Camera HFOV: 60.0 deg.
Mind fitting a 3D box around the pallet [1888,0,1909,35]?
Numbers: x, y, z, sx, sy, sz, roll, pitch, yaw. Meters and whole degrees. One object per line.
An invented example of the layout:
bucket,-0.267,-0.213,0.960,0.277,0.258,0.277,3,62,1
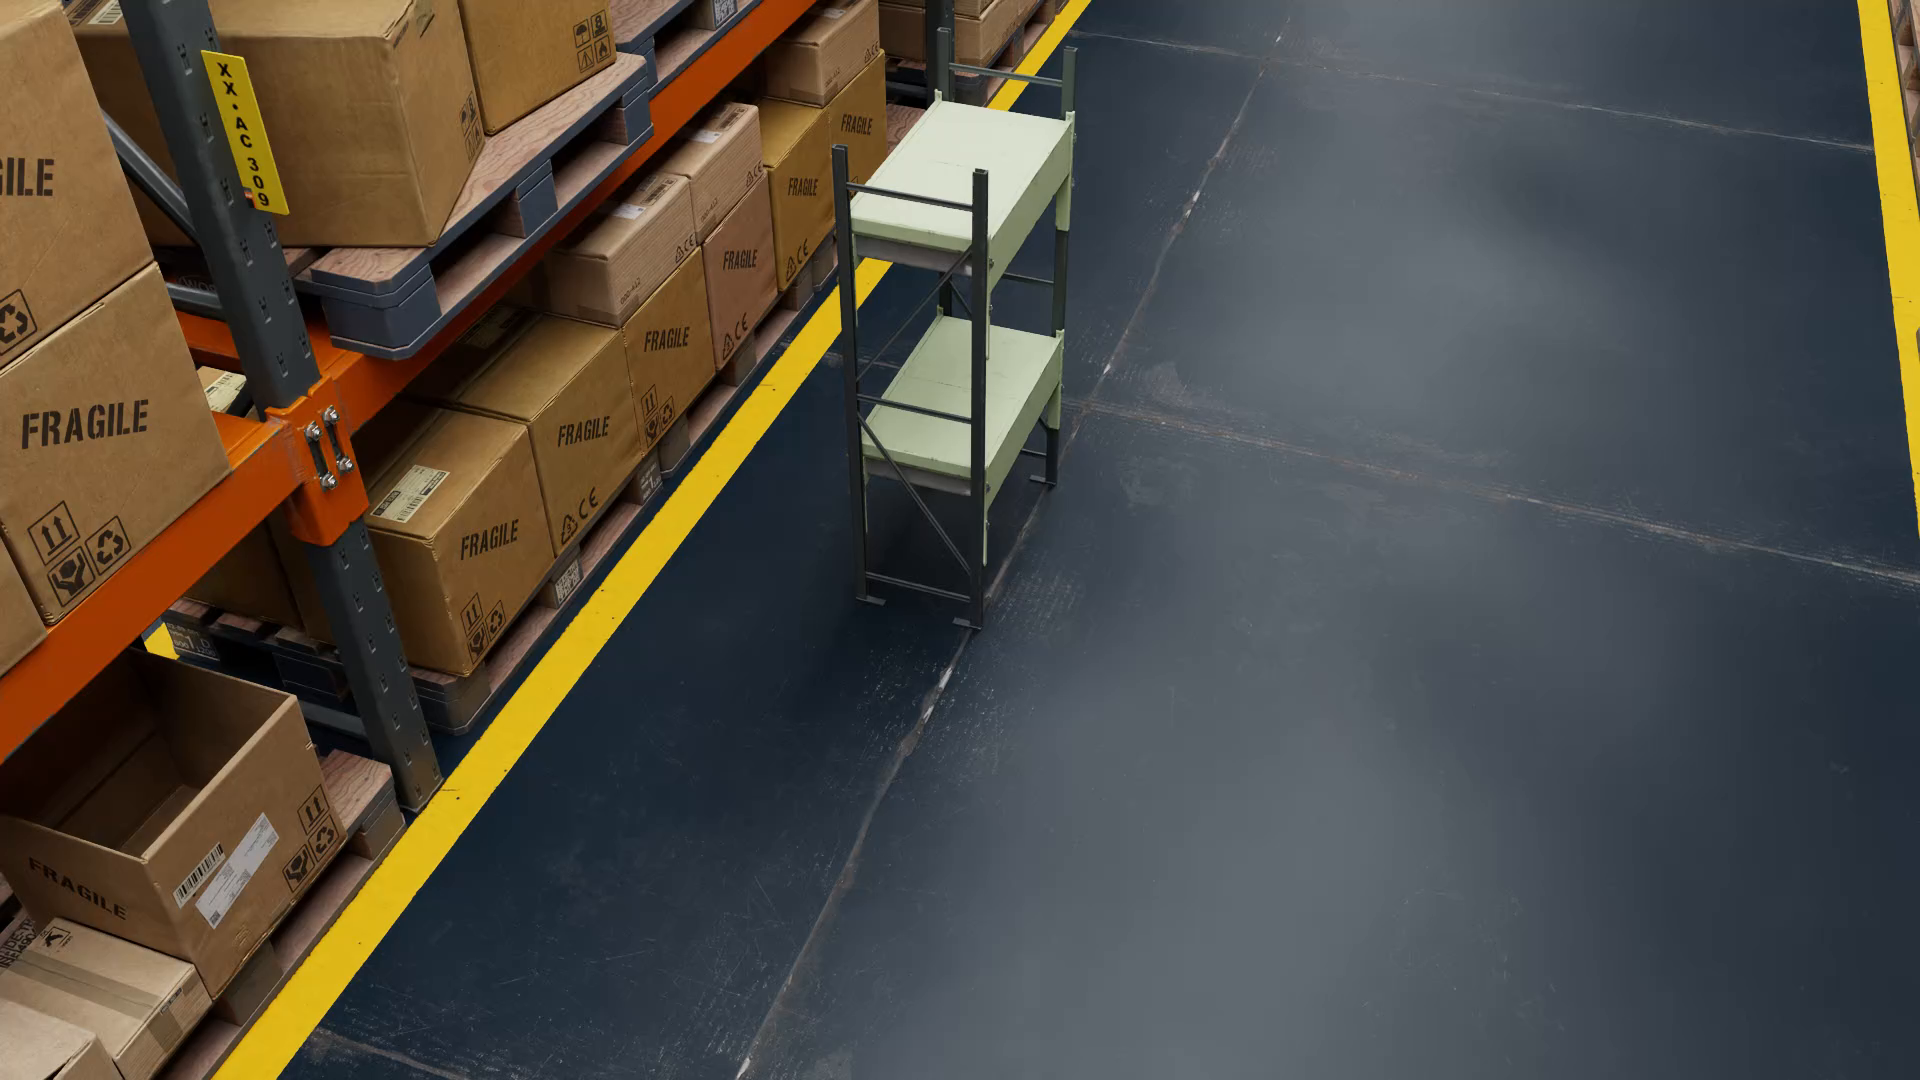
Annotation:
pallet,5.247,-2.807,8.378,1.003,0.211,1.213,13,42,15

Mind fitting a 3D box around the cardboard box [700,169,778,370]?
cardboard box,-0.962,-0.958,5.648,0.500,0.500,0.500,12,42,13

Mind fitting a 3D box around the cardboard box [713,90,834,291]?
cardboard box,-0.788,-1.279,6.025,0.500,0.500,0.500,12,42,14

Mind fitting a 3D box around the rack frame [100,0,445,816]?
rack frame,-1.880,-0.561,3.596,1.000,3.000,0.127,13,42,15

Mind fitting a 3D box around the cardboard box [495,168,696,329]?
cardboard box,-1.143,-0.914,5.019,0.500,0.250,0.500,13,42,15

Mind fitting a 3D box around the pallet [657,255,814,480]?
pallet,-1.222,-0.751,5.968,1.003,0.211,1.213,13,42,15

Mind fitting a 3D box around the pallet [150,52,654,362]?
pallet,-1.504,-0.951,4.202,1.003,0.211,1.213,13,42,15

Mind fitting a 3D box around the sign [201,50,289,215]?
sign,-1.367,-0.775,3.180,0.100,0.325,0.005,13,42,15

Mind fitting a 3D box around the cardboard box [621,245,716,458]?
cardboard box,-1.135,-0.649,5.287,0.500,0.500,0.500,14,42,16

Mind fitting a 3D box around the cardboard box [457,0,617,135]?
cardboard box,-1.332,-1.432,4.216,0.700,0.500,0.500,20,44,22

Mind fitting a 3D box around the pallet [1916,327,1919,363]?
pallet,3.804,-0.379,5.531,1.003,0.211,1.213,13,42,15

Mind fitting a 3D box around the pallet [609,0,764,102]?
pallet,-1.173,-1.741,5.127,1.003,0.211,1.213,13,42,15

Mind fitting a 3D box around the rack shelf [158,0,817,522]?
rack shelf,-1.196,-1.507,5.260,1.077,0.370,4.000,13,42,15

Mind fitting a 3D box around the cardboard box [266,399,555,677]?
cardboard box,-1.485,-0.018,4.547,0.500,0.500,0.500,11,42,13

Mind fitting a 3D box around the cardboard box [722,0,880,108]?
cardboard box,-0.626,-1.845,6.110,0.500,0.250,0.500,15,43,17

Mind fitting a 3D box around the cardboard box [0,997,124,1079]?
cardboard box,-2.064,1.162,3.309,0.500,0.311,0.500,13,42,15

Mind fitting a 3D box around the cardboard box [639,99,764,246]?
cardboard box,-0.972,-1.220,5.378,0.500,0.250,0.500,13,42,14

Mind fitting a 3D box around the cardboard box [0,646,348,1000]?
cardboard box,-1.808,0.633,3.784,0.500,0.500,0.500,13,42,15

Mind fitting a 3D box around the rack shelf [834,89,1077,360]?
rack shelf,0.002,-0.872,4.515,0.431,0.370,0.720,13,42,15

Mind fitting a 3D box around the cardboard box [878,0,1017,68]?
cardboard box,-0.057,-2.369,7.510,0.500,0.250,0.500,13,42,15

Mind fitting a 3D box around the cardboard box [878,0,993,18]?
cardboard box,-0.057,-2.582,7.328,0.500,0.311,0.500,15,43,17

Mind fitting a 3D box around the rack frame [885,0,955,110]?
rack frame,-0.512,-3.001,6.456,1.000,3.000,0.127,13,42,15

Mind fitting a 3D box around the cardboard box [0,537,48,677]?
cardboard box,-1.985,0.078,2.771,0.500,0.500,0.500,14,43,16

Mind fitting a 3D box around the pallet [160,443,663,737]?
pallet,-1.637,-0.005,5.093,1.003,0.211,1.213,13,42,15

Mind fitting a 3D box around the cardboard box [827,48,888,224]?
cardboard box,-0.611,-1.595,6.395,0.500,0.500,0.500,15,43,17

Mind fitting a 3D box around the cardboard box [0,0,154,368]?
cardboard box,-1.809,-0.614,2.811,0.500,0.500,0.500,14,42,15

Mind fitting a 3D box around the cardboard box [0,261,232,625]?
cardboard box,-1.810,-0.237,3.140,0.500,0.500,0.500,14,42,16

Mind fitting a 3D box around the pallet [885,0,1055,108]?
pallet,-0.194,-2.433,7.939,1.003,0.211,1.213,13,42,15

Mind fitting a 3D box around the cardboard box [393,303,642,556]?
cardboard box,-1.313,-0.346,4.932,0.500,0.500,0.500,14,42,16

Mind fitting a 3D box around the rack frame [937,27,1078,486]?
rack frame,0.127,-0.798,5.030,0.400,1.500,0.023,13,42,15

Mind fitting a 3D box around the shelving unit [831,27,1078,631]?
shelving unit,0.002,-0.575,4.768,0.431,1.500,0.755,13,42,15

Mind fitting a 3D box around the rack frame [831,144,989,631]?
rack frame,-0.123,-0.351,4.506,0.400,1.500,0.023,13,42,15

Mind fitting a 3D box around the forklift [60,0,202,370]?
forklift,-2.412,-2.588,6.025,1.130,2.935,3.031,14,42,16

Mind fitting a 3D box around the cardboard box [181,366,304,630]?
cardboard box,-1.980,-0.142,4.692,0.500,0.500,0.500,13,42,15

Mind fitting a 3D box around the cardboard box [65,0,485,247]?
cardboard box,-1.508,-0.998,3.708,0.700,0.500,0.500,0,40,0

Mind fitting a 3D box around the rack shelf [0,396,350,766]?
rack shelf,-2.564,0.932,2.400,1.077,0.370,4.000,13,42,15

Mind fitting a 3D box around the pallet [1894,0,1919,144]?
pallet,4.832,-2.061,7.503,1.003,0.211,1.213,13,42,15

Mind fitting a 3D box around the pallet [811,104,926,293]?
pallet,-0.803,-1.493,6.837,1.003,0.211,1.213,13,42,15

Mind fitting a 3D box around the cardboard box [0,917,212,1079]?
cardboard box,-1.880,1.009,3.614,0.380,0.149,0.250,13,42,15

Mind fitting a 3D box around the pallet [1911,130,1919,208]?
pallet,4.413,-1.319,6.633,1.003,0.211,1.213,13,42,15

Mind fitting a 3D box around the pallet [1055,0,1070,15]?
pallet,0.225,-3.175,8.809,1.003,0.211,1.213,13,42,15

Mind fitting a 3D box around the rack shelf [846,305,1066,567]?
rack shelf,0.002,-0.327,4.980,0.431,0.370,0.720,13,42,15

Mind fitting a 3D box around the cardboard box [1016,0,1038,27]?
cardboard box,0.114,-2.675,7.870,0.500,0.250,0.500,12,42,14

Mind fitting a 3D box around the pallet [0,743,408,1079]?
pallet,-2.115,0.919,4.011,1.003,0.211,1.213,13,42,15
